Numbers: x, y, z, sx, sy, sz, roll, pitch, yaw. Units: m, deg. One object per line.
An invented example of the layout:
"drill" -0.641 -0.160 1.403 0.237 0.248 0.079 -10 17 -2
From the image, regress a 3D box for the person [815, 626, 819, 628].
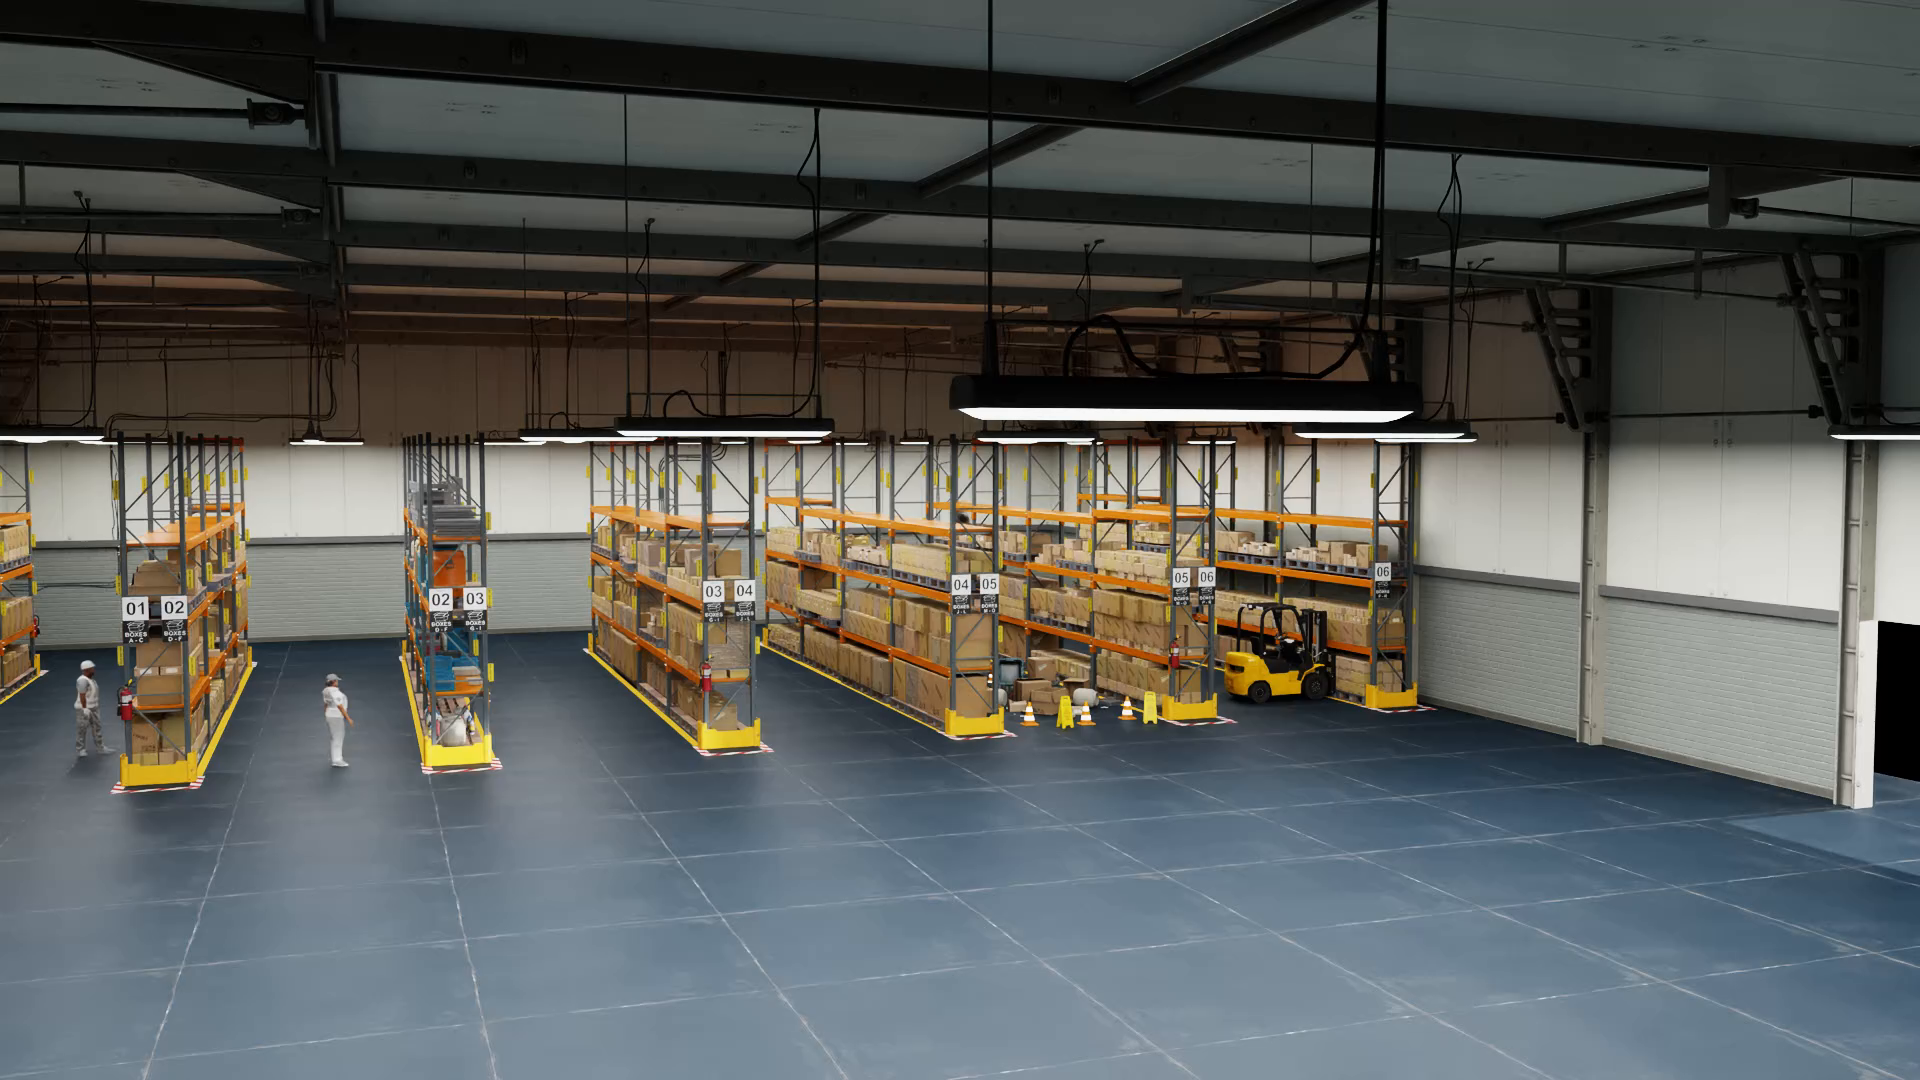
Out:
"person" -4.294 1.925 52.507 0.585 1.739 0.847 2 4 31

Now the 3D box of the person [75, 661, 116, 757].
"person" -16.115 3.123 30.871 0.587 1.778 0.603 0 3 4

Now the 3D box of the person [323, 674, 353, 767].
"person" -11.208 3.251 29.978 0.518 1.707 0.559 -1 3 -19
